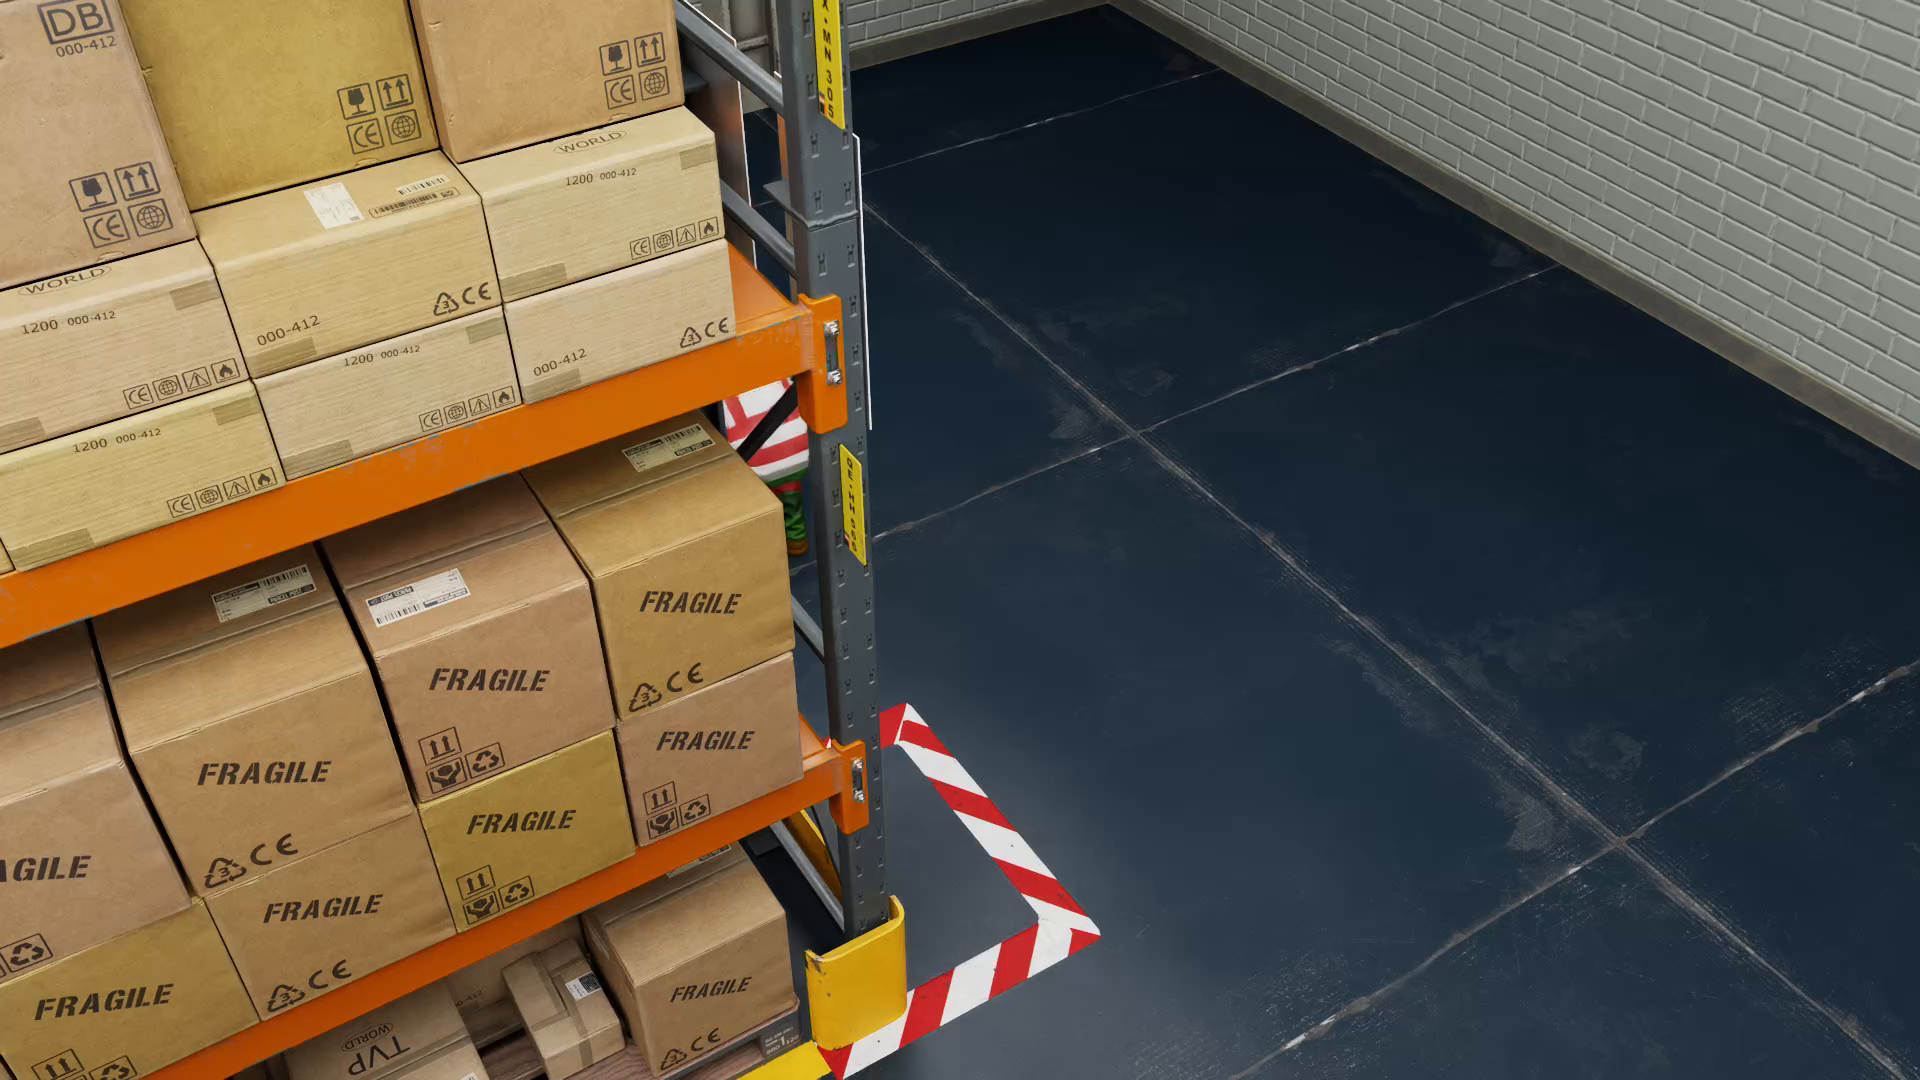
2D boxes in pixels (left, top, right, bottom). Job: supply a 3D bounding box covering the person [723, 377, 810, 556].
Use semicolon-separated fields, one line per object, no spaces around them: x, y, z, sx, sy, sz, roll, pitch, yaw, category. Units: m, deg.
-0.965;-0.454;7.127;0.585;1.201;0.845;-22;45;-24;person
